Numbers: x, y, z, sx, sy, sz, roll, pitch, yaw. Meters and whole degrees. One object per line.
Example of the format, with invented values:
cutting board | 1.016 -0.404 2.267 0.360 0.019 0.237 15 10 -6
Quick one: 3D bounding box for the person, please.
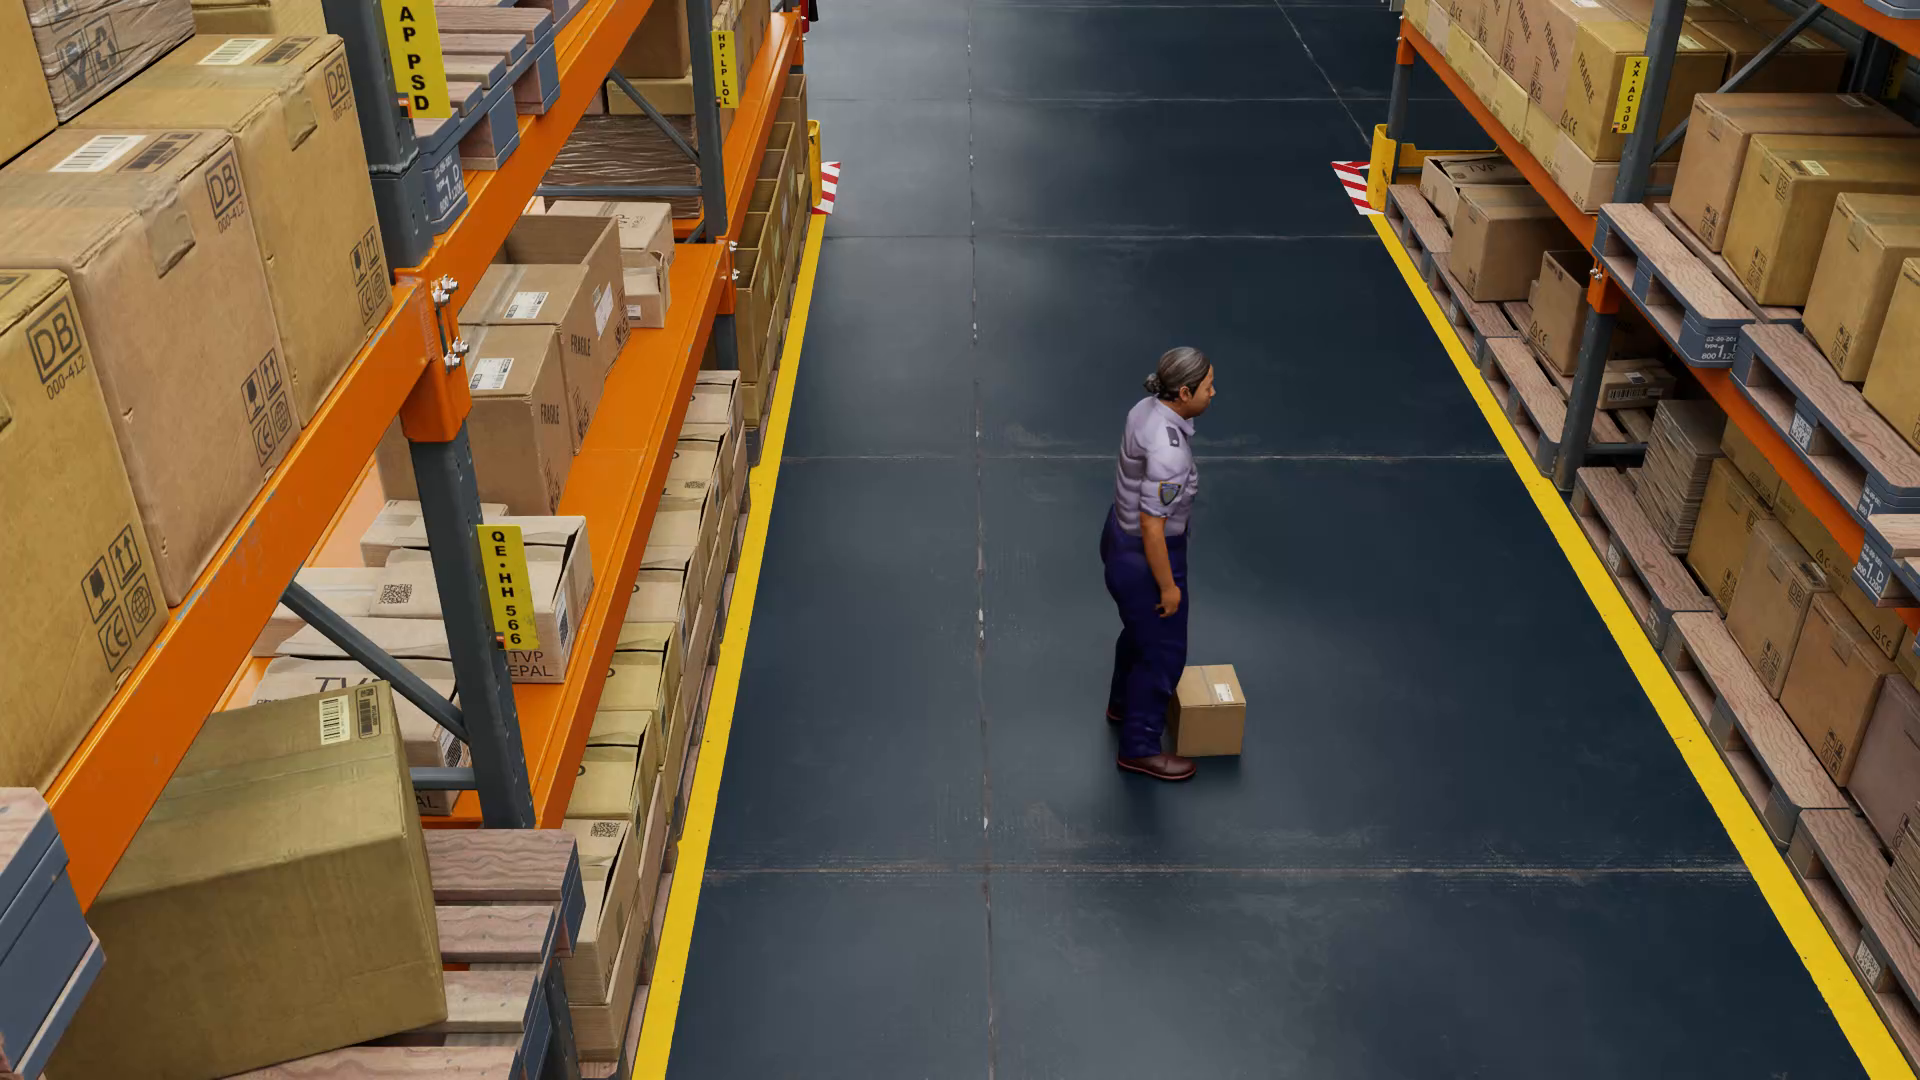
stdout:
person | 0.701 0.068 6.033 0.370 1.651 0.538 -1 32 -1
